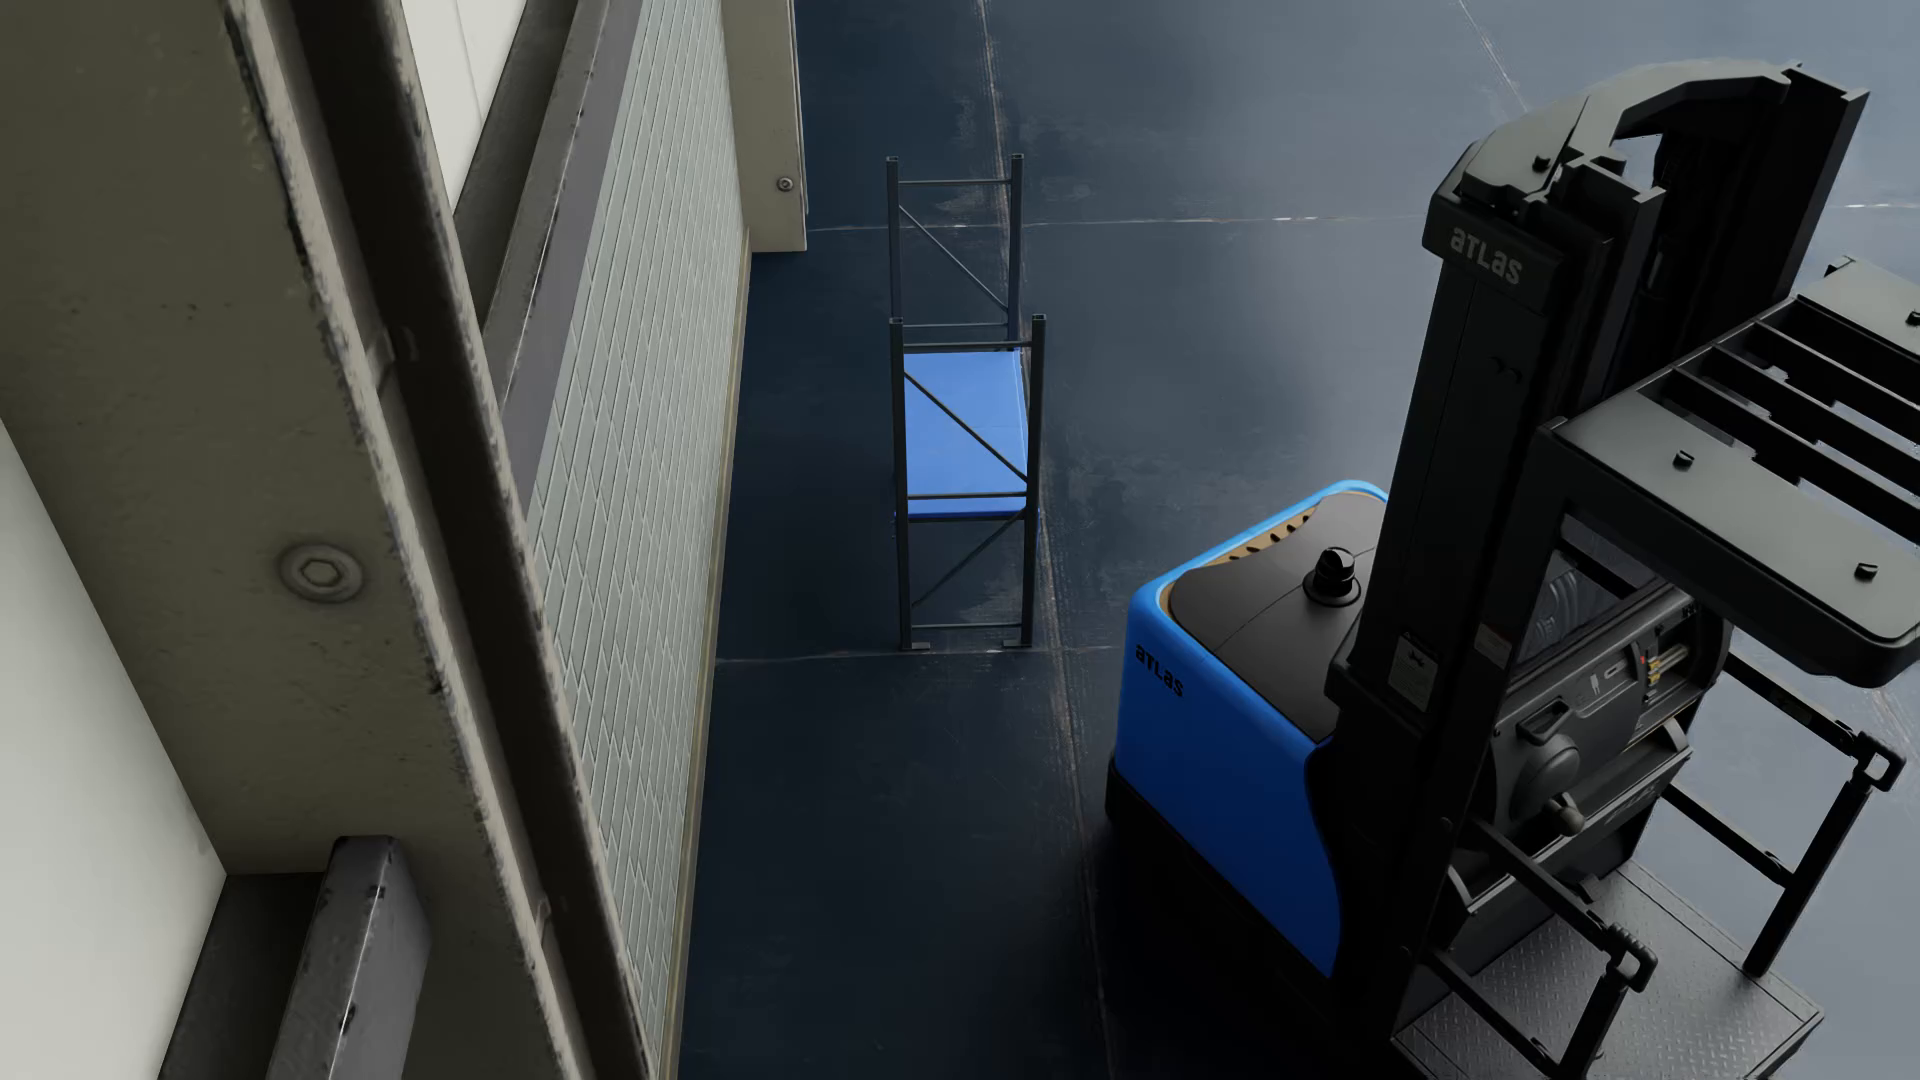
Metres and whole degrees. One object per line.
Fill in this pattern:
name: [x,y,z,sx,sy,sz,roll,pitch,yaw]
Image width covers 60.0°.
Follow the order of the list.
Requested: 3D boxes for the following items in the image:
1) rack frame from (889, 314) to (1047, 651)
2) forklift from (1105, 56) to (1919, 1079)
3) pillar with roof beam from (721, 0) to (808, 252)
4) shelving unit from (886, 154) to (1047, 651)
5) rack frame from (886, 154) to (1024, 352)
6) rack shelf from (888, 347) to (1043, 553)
rack frame: [0.025,-0.152,5.806,0.500,1.500,0.032,-2,43,-2]
forklift: [1.763,0.487,4.050,1.130,2.935,3.031,-26,49,-26]
pillar with roof beam: [3.368,-5.019,5.566,9.100,9.000,0.400,-2,43,-2]
shelving unit: [0.004,-0.495,6.180,0.538,1.500,1.048,-2,43,-2]
rack frame: [-0.018,-0.838,6.555,0.500,1.500,0.032,-2,43,-2]
rack shelf: [0.004,-0.363,6.302,0.538,0.185,1.000,-2,43,-2]
